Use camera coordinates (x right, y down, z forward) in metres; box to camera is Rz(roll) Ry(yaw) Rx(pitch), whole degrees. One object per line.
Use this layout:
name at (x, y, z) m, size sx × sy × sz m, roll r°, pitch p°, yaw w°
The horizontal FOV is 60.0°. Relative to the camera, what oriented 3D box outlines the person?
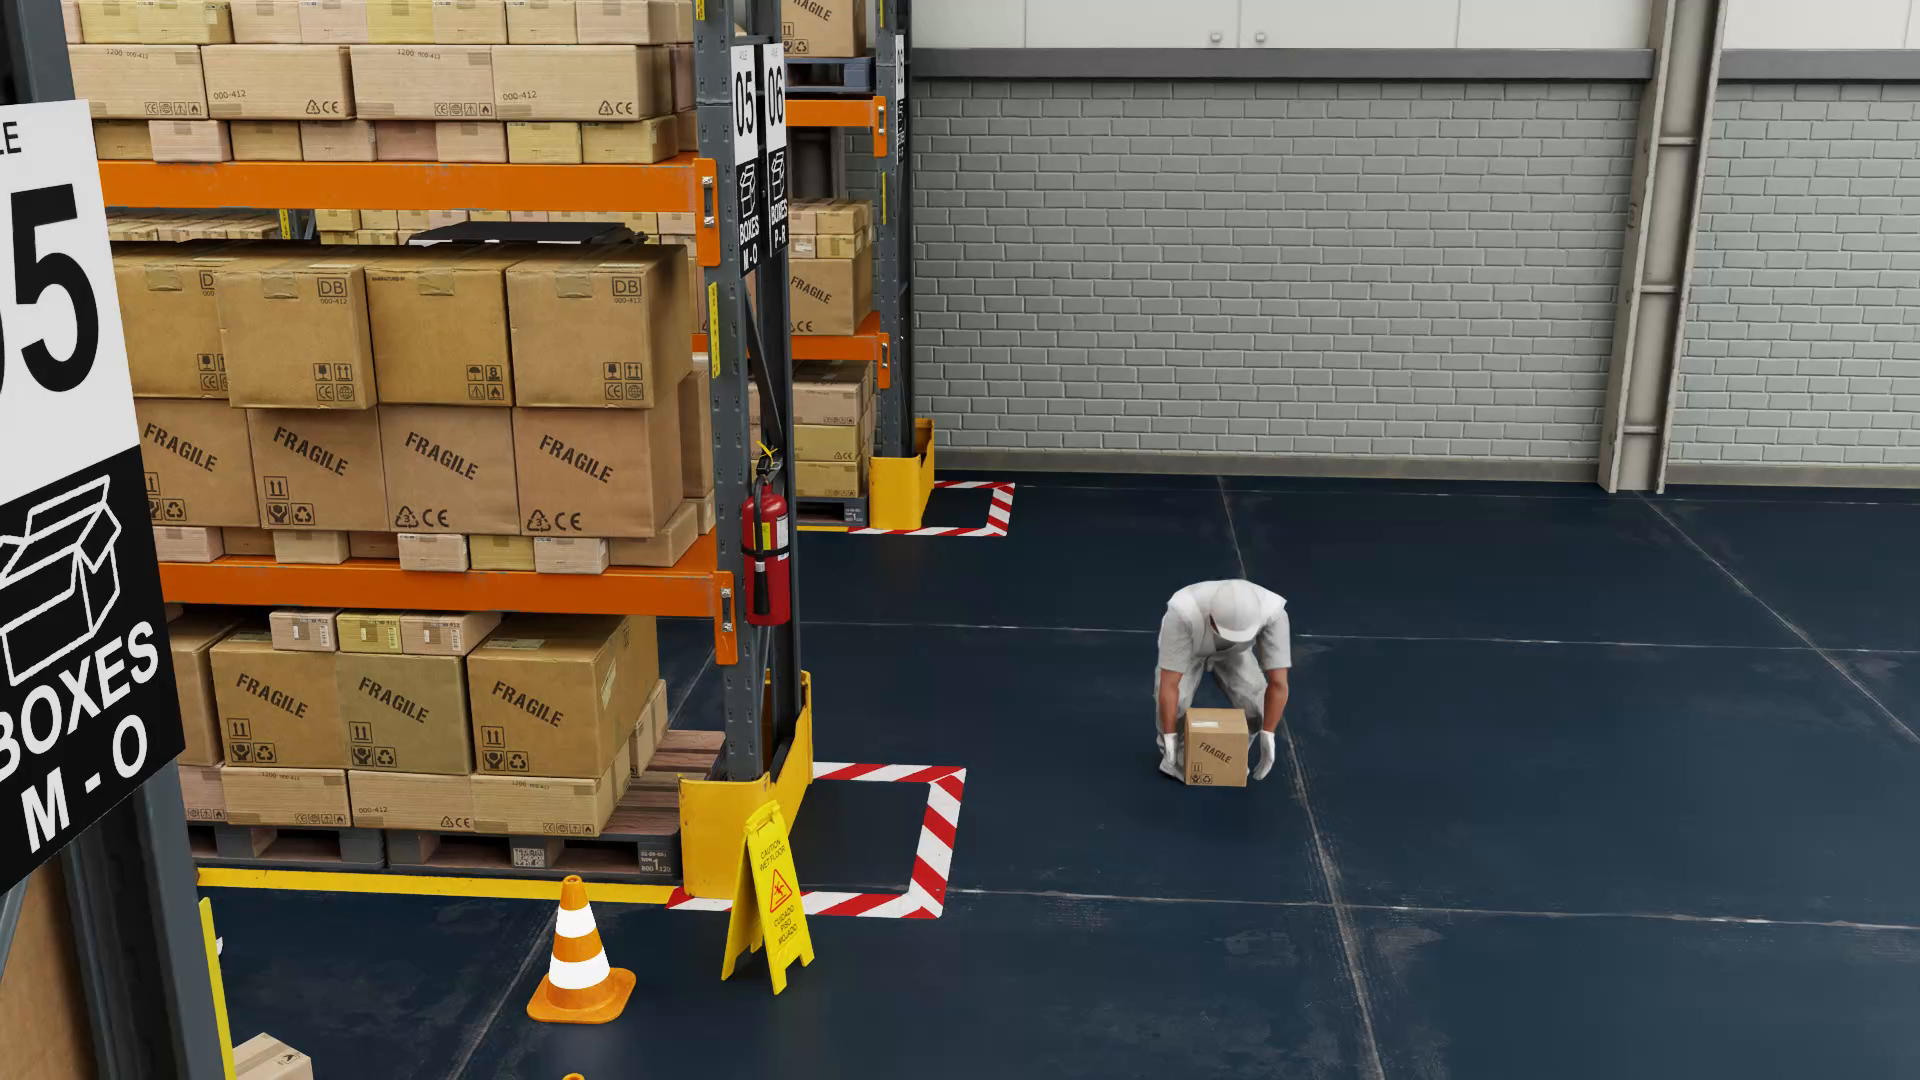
person at (1.153, 0.582, 7.385) m, size 0.582 × 1.053 × 0.902 m, roll 1°, pitch 17°, yaw 4°
